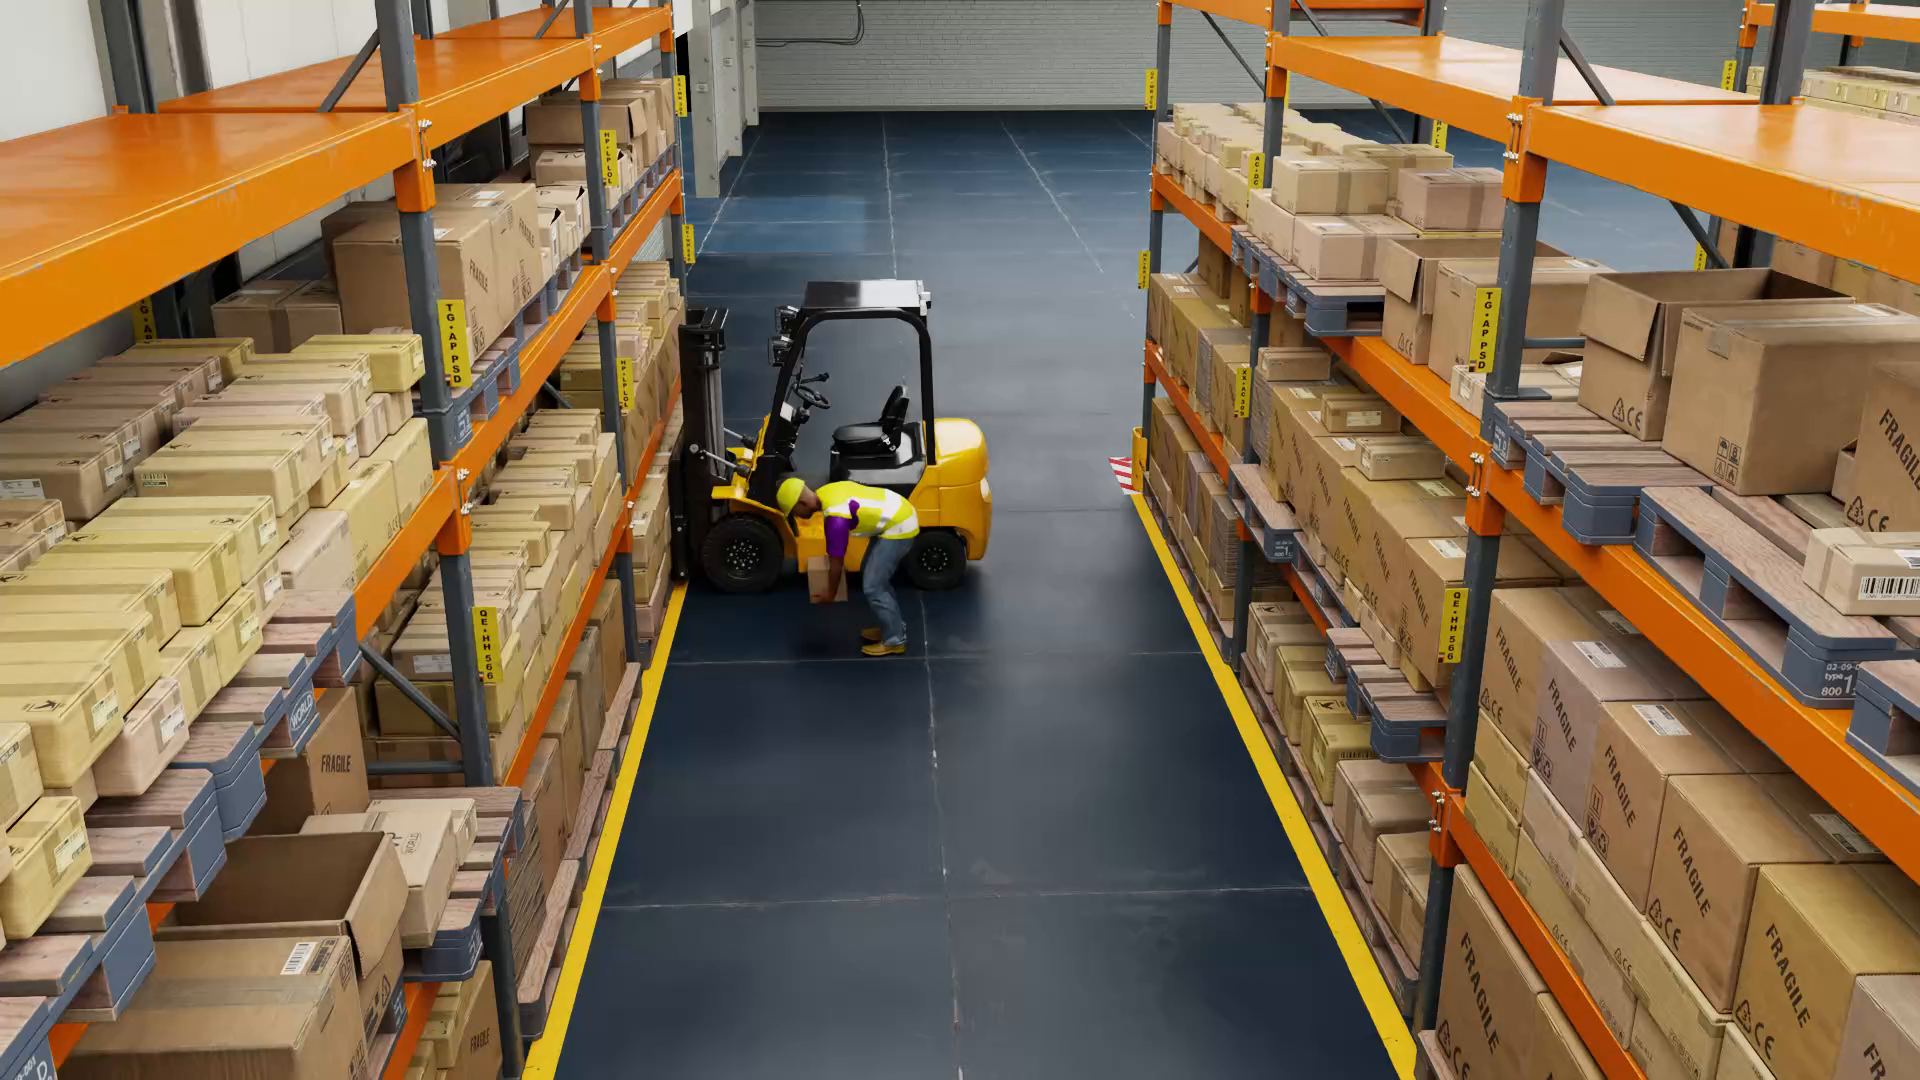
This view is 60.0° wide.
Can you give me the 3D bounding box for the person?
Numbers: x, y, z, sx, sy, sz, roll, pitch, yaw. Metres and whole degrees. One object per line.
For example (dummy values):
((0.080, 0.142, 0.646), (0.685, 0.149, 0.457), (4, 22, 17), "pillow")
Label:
((-0.753, 0.163, 11.352), (0.956, 1.242, 0.475), (-2, 20, -5), "person")
